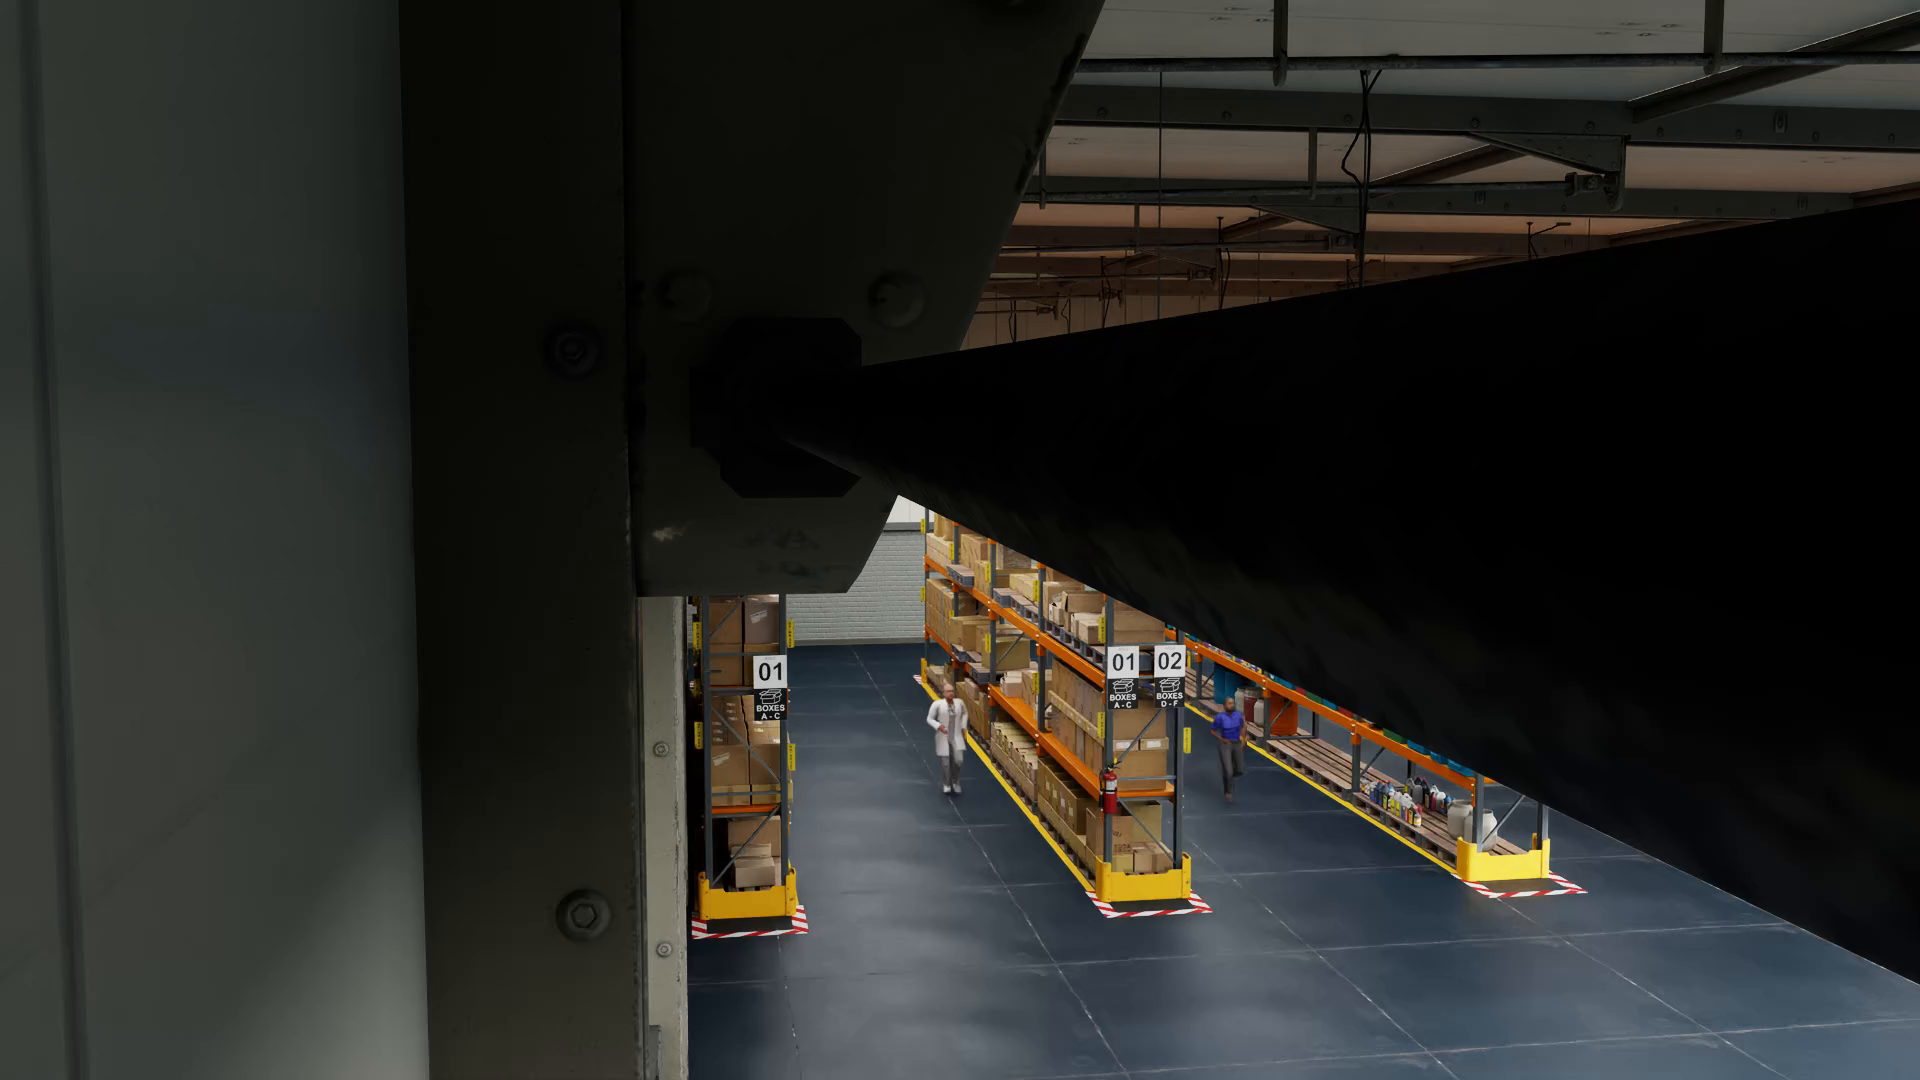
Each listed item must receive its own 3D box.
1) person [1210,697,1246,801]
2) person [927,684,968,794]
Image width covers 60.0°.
[{"bbox_3d":[4.212,3.257,25.953,0.629,1.609,0.539,-1,5,-17],"label":"person"},{"bbox_3d":[-0.169,3.151,26.206,0.711,1.760,0.691,-1,5,-12],"label":"person"}]
